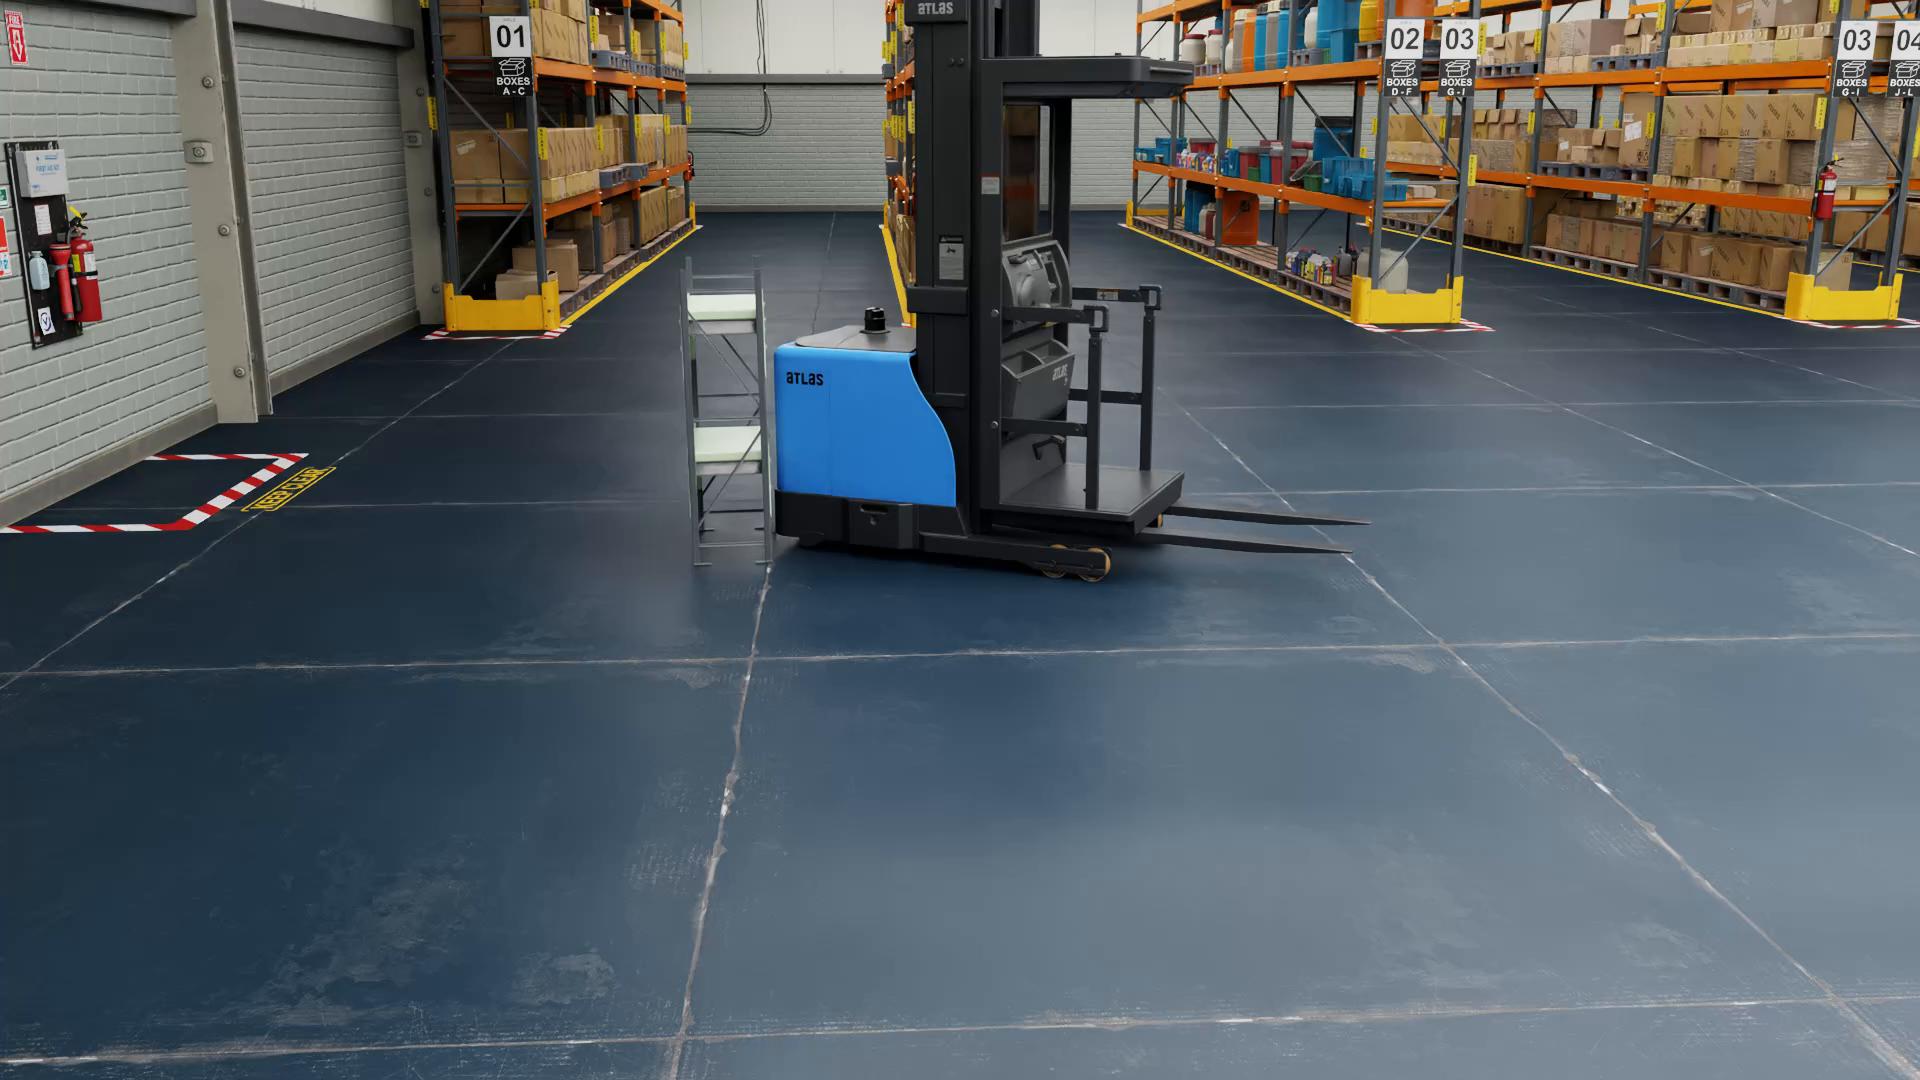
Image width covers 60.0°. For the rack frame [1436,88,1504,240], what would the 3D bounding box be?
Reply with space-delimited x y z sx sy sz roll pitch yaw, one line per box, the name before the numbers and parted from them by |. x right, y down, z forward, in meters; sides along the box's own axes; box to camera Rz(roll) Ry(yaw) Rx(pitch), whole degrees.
rack frame | 9.189 -6.922 29.910 1.000 3.000 0.127 -1 14 -3

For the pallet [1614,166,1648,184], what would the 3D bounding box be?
pallet | 9.783 -5.032 22.949 1.003 0.211 1.213 -1 14 -3

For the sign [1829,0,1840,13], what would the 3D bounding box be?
sign | 9.378 -5.816 17.813 0.100 0.325 0.005 -1 14 -3

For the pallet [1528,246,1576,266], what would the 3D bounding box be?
pallet | 9.484 -4.383 25.636 1.003 0.211 1.213 -1 14 -3

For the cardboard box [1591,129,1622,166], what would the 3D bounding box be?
cardboard box | 9.485 -5.616 23.782 0.797 0.503 0.637 1 14 2

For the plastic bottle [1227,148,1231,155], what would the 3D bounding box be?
plastic bottle | 4.641 -6.552 28.572 0.144 0.351 0.185 -1 14 -3

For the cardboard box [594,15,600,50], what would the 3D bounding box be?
cardboard box | -5.177 -6.852 22.573 0.500 0.500 0.500 -1 14 -5

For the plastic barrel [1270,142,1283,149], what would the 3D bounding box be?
plastic barrel | 4.771 -5.653 24.751 0.421 0.512 0.421 0 14 0

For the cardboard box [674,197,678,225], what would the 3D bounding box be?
cardboard box | -5.644 -6.126 30.989 0.700 0.500 0.500 -1 14 -2

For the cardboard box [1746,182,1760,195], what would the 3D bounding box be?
cardboard box | 9.615 -4.194 19.813 0.380 0.149 0.250 -1 14 -3

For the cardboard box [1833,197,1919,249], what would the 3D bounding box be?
cardboard box | 14.342 -4.940 25.878 1.050 0.750 0.750 -1 14 -4

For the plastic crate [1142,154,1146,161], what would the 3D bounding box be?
plastic crate | 3.664 -7.426 32.276 0.250 0.136 0.298 -1 14 -3

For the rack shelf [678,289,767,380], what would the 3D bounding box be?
rack shelf | -1.219 -1.072 8.609 0.431 0.370 0.720 -2 15 -7

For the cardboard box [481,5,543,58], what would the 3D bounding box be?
cardboard box | -4.670 -5.306 17.369 0.500 0.500 0.500 -1 14 -2

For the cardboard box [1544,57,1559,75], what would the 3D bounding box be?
cardboard box | 9.212 -7.187 25.219 0.500 0.250 0.500 -1 14 -2

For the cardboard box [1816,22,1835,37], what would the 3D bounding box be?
cardboard box | 9.604 -5.575 18.156 0.380 0.149 0.250 -1 14 -3

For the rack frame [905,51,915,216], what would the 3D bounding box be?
rack frame | -0.203 -4.781 21.587 1.000 3.000 0.127 -1 14 -3

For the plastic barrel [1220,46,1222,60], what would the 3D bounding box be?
plastic barrel | 4.281 -7.704 26.366 0.301 0.262 0.301 0 14 0

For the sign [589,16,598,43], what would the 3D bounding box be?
sign | -4.605 -6.417 20.888 0.100 0.325 0.005 -1 14 -3

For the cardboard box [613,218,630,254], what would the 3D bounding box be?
cardboard box | -5.298 -4.522 24.716 0.700 0.500 0.500 -1 14 -3

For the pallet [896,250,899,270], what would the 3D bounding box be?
pallet | -0.438 -4.220 25.003 1.003 0.211 1.213 -1 14 -3

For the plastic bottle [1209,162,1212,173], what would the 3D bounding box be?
plastic bottle | 4.034 -5.959 26.567 0.097 0.201 0.097 0 14 0

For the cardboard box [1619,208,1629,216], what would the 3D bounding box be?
cardboard box | 13.611 -6.656 33.754 0.380 0.149 0.250 -1 14 -2

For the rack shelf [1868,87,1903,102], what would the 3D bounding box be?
rack shelf | 18.956 -8.677 32.154 1.077 0.370 4.000 -1 14 -3

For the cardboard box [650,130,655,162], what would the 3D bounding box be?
cardboard box | -5.262 -6.408 27.075 0.500 0.500 0.500 0 14 -2

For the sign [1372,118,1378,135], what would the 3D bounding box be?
sign | 8.387 -8.368 33.632 0.100 0.325 0.005 -1 14 -3

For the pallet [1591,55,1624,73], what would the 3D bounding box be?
pallet | 9.686 -6.707 23.433 1.213 0.211 1.003 -1 14 -3

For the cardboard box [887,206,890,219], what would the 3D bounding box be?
cardboard box | -1.165 -6.382 32.448 0.500 0.250 0.500 -1 14 -3

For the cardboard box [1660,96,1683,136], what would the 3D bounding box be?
cardboard box | 9.459 -5.493 21.553 0.500 0.500 0.500 -1 14 -3

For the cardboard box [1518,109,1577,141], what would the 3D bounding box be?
cardboard box | 9.408 -6.644 26.614 0.797 0.503 0.637 0 14 -2

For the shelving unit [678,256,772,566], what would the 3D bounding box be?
shelving unit | -1.216 -0.694 8.706 0.431 1.500 0.755 -2 15 -7

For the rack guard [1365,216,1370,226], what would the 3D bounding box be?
rack guard | 8.940 -6.712 34.111 1.175 0.500 0.348 -1 14 -3

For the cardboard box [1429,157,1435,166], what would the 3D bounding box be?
cardboard box | 8.827 -6.935 30.466 0.380 0.149 0.250 -1 14 -2

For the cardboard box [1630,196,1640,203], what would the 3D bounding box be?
cardboard box | 13.616 -6.812 33.168 0.380 0.149 0.250 -1 14 -4

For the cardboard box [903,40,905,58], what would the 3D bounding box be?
cardboard box | -0.511 -7.384 25.487 0.910 0.500 0.500 -1 14 -3

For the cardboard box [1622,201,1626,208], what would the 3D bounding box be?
cardboard box | 13.674 -6.801 33.721 0.380 0.149 0.250 0 14 -1

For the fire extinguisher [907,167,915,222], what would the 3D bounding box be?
fire extinguisher | -0.411 -3.712 17.588 0.296 0.674 0.183 -1 14 -3

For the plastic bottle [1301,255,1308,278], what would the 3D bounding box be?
plastic bottle | 4.358 -3.458 21.014 0.061 0.283 0.133 0 14 -1

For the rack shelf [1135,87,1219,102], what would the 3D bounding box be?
rack shelf | 4.122 -8.447 31.262 1.077 0.370 4.000 -1 14 -3

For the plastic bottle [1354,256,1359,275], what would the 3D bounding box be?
plastic bottle | 5.001 -3.428 20.897 0.061 0.283 0.133 -1 14 -3

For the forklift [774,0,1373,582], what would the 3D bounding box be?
forklift | 0.582 -1.362 8.439 3.031 2.935 1.130 6 15 21

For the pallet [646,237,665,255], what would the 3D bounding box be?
pallet | -5.441 -4.847 27.443 1.003 0.211 1.213 -1 14 -3

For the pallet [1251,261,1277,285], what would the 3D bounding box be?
pallet | 4.654 -3.700 22.985 1.003 0.211 1.213 -1 14 -3

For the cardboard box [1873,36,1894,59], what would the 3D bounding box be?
cardboard box | 10.161 -5.442 18.437 0.500 0.250 0.500 0 14 -2

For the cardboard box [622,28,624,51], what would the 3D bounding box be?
cardboard box | -5.567 -7.663 25.686 0.700 0.500 0.500 -2 15 -7

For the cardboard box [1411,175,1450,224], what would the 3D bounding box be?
cardboard box | 9.172 -6.486 31.636 0.875 0.875 0.875 -1 14 -3

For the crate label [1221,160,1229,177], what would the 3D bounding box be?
crate label | 4.146 -5.659 25.338 0.303 0.233 0.416 -1 14 -3

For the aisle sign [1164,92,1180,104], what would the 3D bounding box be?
aisle sign | 4.286 -9.122 33.243 0.394 0.787 0.004 -1 14 -3

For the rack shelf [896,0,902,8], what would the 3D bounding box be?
rack shelf | -0.327 -7.641 22.912 1.077 0.370 4.000 -1 14 -3

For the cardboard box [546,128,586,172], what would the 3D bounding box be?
cardboard box | -4.752 -4.641 19.801 0.500 0.500 0.500 -1 14 -5

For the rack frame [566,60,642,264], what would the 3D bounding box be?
rack frame | -5.394 -5.698 25.152 1.000 3.000 0.127 -1 14 -3

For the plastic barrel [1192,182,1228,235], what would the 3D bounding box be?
plastic barrel | 4.306 -5.721 28.611 0.600 0.901 0.708 -1 14 -3

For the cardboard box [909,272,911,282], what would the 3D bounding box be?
cardboard box | -0.326 -2.911 18.994 0.500 0.250 0.500 -1 14 -3

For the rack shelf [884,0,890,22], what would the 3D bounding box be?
rack shelf | -0.822 -9.823 30.595 1.077 0.370 4.000 -1 14 -3

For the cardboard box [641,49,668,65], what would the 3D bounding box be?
cardboard box | -5.422 -8.501 29.283 0.500 0.250 0.500 -1 14 -4
